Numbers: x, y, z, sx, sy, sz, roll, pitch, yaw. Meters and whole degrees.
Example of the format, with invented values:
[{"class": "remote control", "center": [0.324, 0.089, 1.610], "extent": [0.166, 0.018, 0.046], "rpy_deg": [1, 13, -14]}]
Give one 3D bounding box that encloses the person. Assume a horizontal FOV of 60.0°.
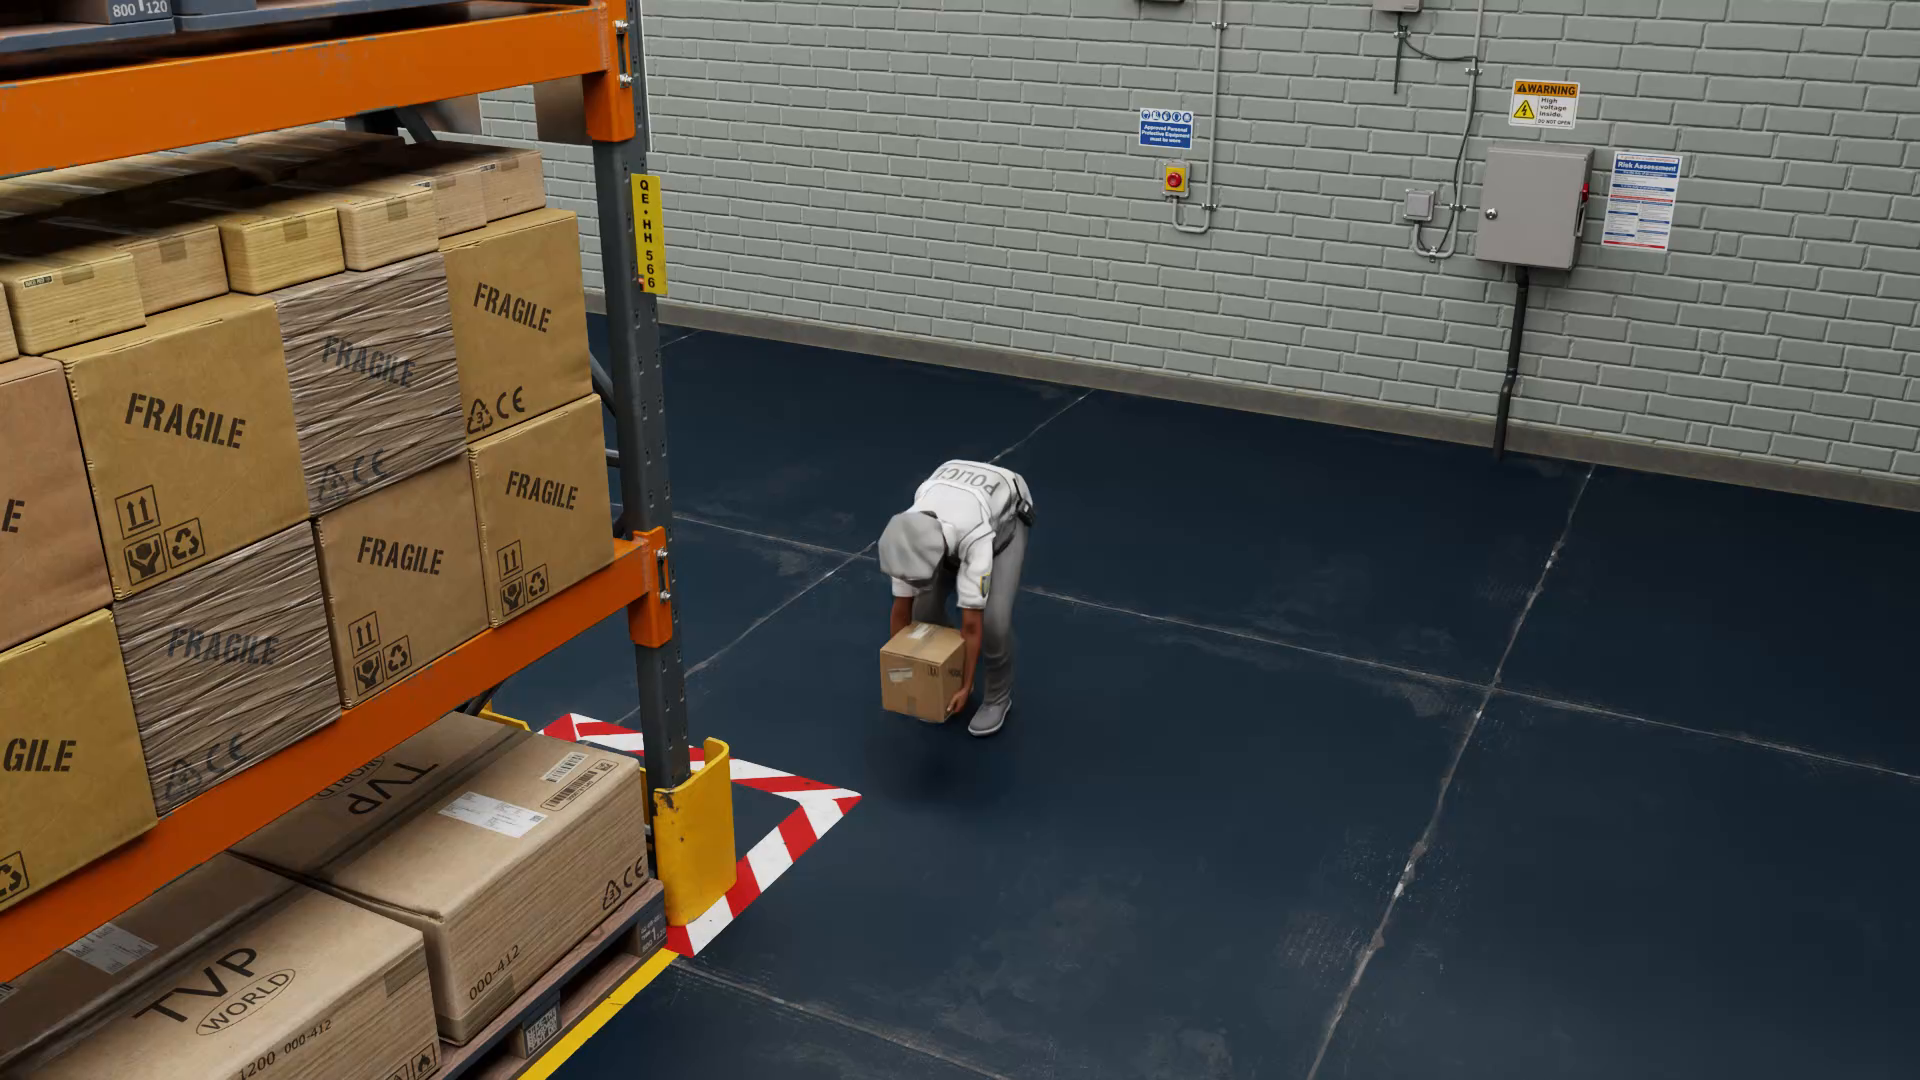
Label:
[{"class": "person", "center": [-0.034, 0.269, 6.239], "extent": [0.431, 1.059, 0.940], "rpy_deg": [10, 25, 23]}]
